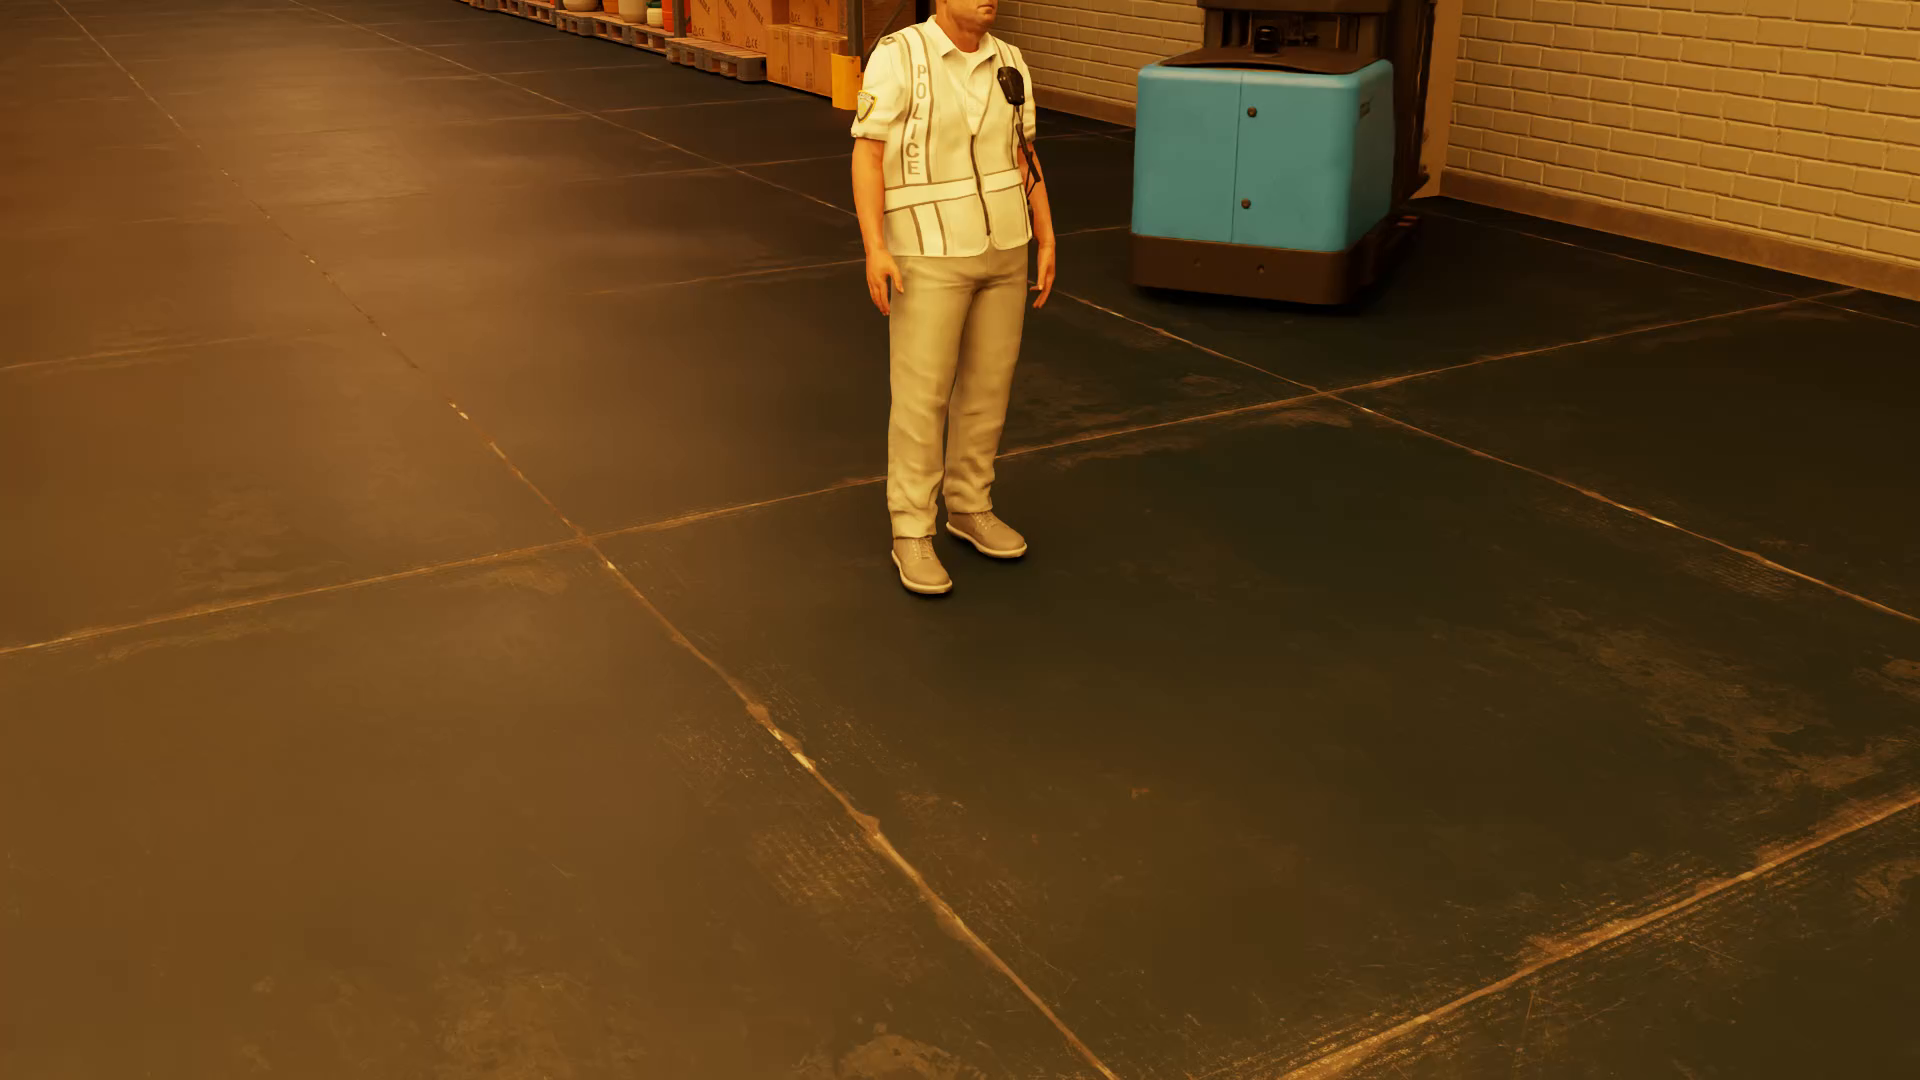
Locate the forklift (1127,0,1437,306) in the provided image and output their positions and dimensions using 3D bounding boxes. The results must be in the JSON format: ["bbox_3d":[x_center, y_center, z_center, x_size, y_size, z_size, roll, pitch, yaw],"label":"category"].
[{"bbox_3d":[1.874,-2.946,8.453,1.130,2.935,3.031,10,24,23],"label":"forklift"}]

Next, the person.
[{"bbox_3d":[0.028,-0.803,4.726,0.640,1.781,0.575,-12,25,-28],"label":"person"}]
